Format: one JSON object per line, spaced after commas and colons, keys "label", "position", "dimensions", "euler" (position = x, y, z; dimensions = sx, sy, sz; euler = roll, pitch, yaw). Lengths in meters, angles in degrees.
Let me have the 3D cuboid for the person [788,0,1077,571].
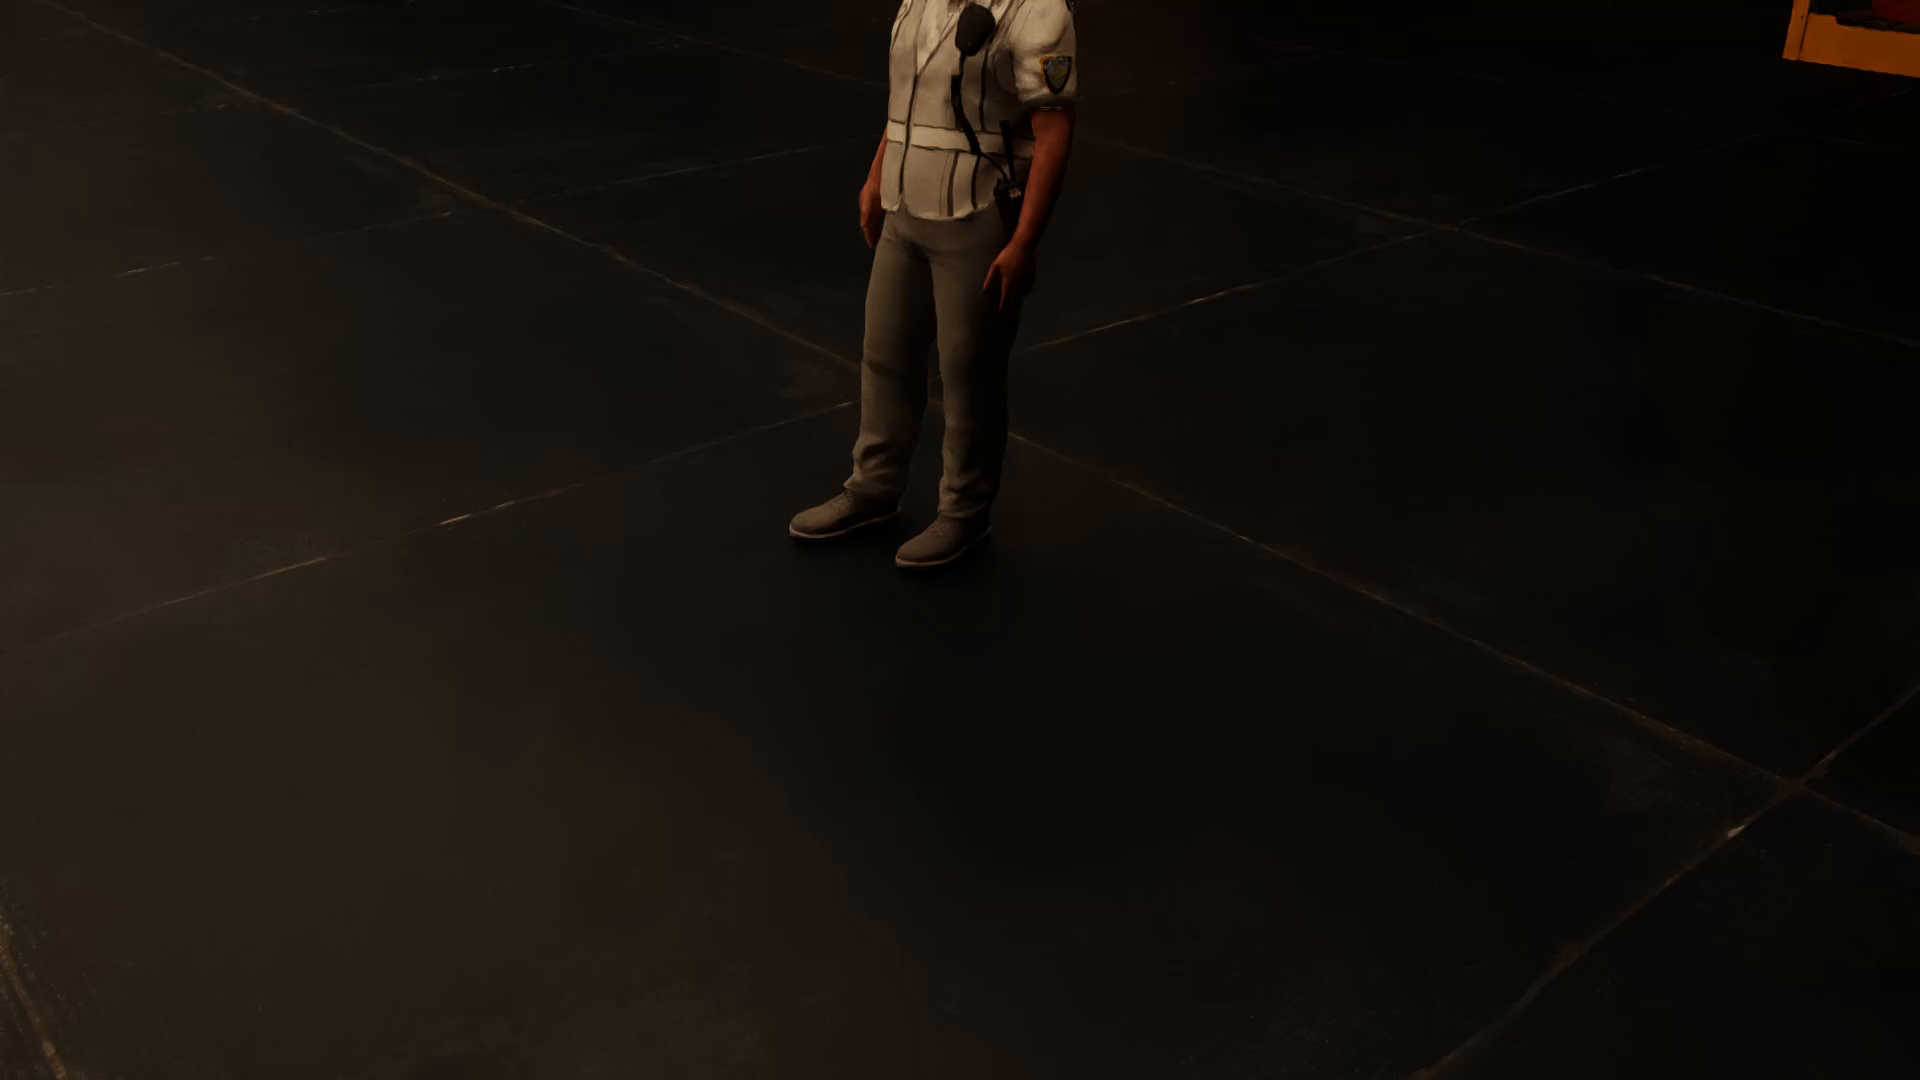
{"label": "person", "position": [-0.067, -0.787, 4.065], "dimensions": [0.574, 1.781, 0.640], "euler": [-20, 33, -35]}
